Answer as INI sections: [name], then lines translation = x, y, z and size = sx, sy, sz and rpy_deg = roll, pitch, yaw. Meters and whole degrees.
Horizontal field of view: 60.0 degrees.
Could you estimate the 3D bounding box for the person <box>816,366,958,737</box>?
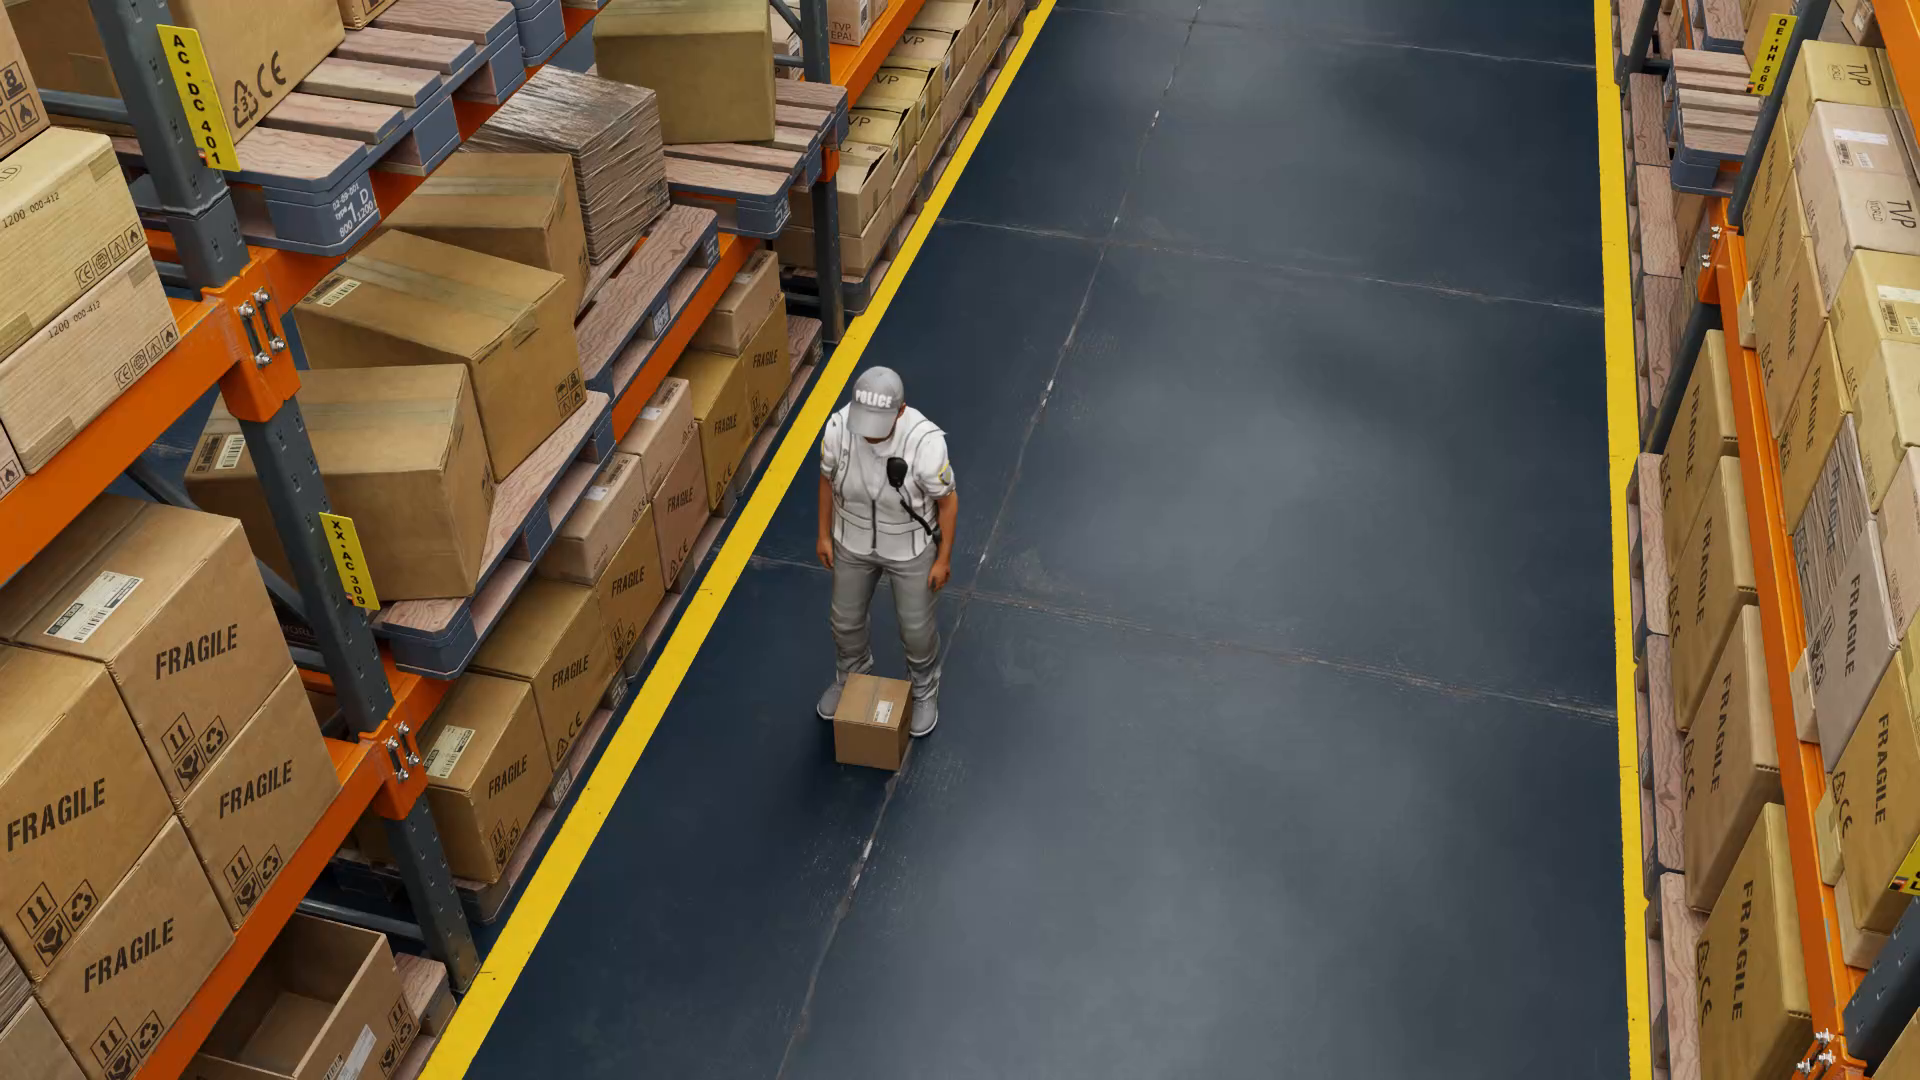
[person]
translation = -0.282, 0.029, 6.120
size = 0.538, 1.666, 0.465
rpy_deg = 11, 42, 12
